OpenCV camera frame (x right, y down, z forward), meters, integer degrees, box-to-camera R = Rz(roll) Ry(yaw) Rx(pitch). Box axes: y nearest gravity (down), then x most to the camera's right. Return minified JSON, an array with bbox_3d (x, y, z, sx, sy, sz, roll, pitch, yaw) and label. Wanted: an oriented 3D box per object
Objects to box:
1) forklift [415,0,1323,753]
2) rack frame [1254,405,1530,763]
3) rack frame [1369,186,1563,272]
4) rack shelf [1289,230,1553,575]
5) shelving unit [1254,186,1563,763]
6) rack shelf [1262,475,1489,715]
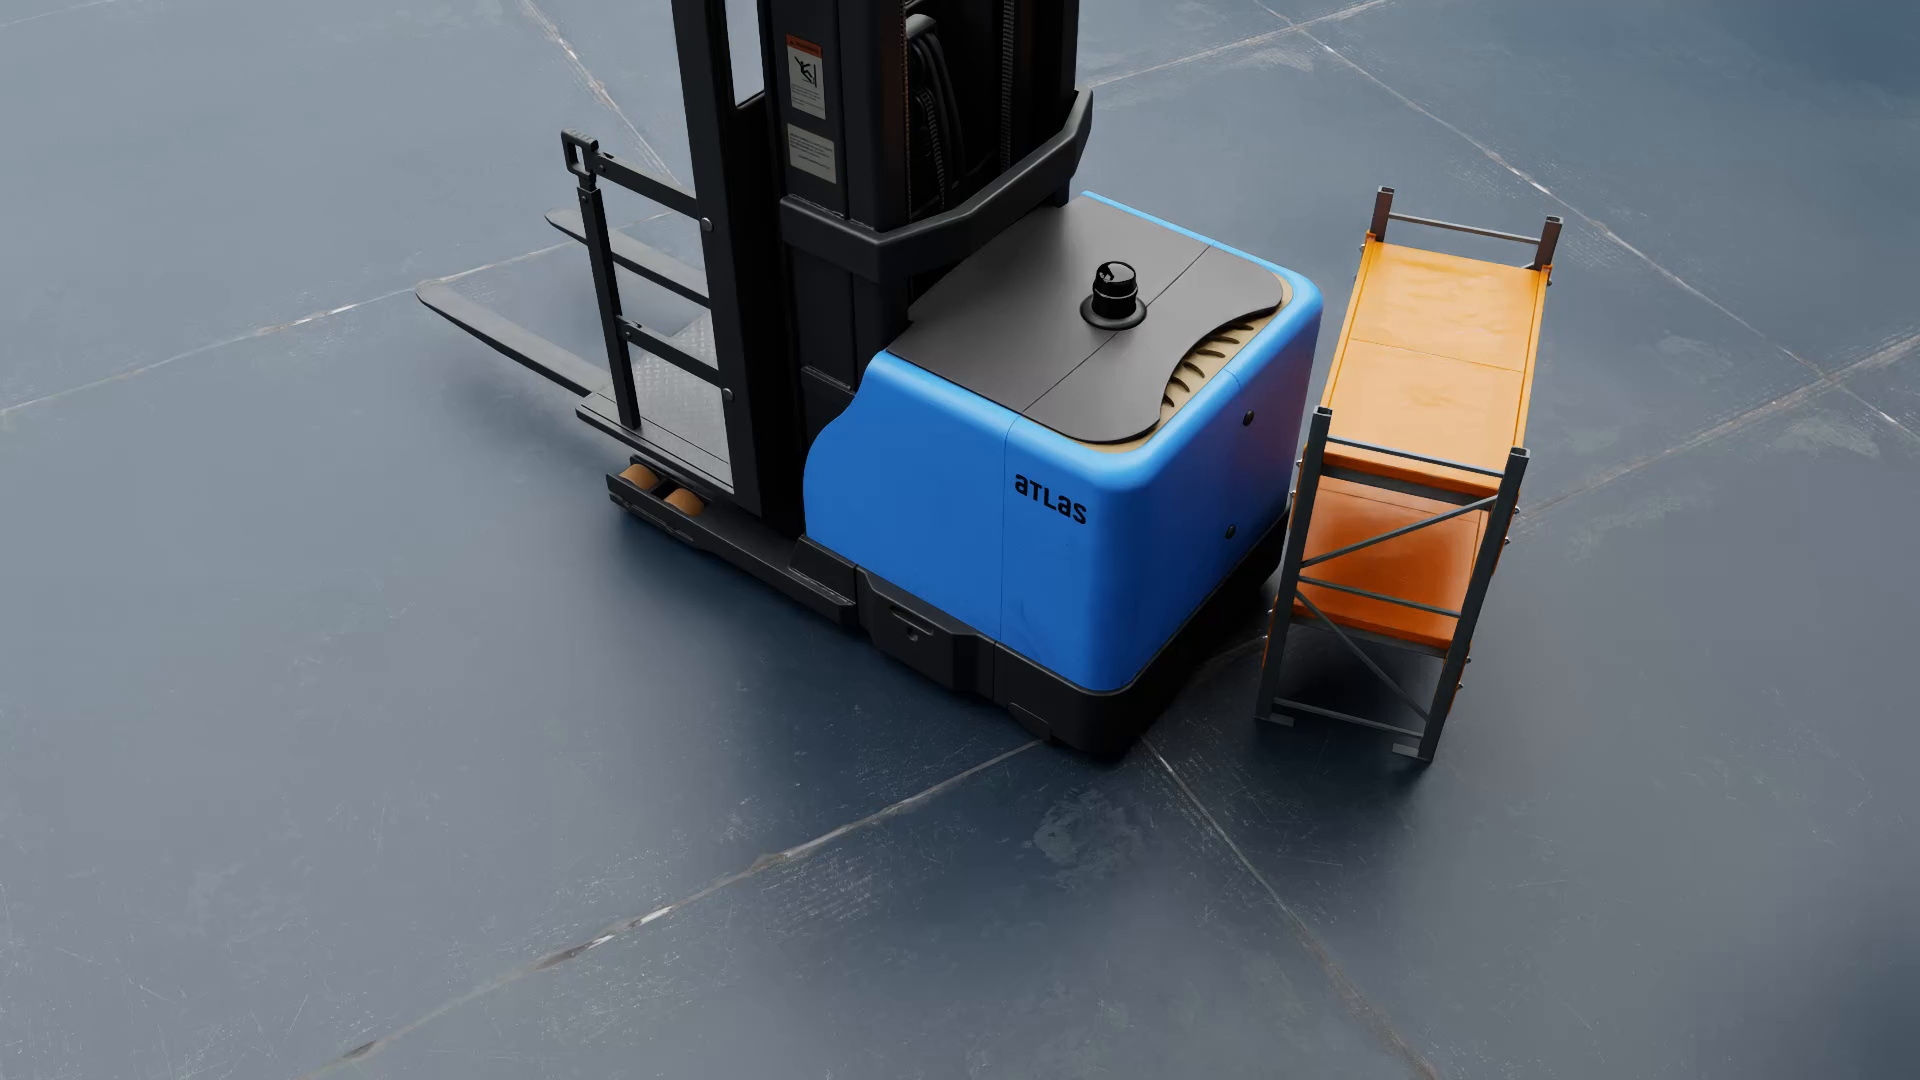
[{"bbox_3d":[-0.499,-1.313,4.498,3.031,2.935,1.130,28,50,26],"label":"forklift"},{"bbox_3d":[1.078,0.148,4.289,0.500,1.125,0.032,13,46,13],"label":"rack frame"},{"bbox_3d":[1.405,-0.522,4.980,0.500,1.125,0.032,13,46,13],"label":"rack frame"},{"bbox_3d":[1.242,-0.397,4.431,0.538,0.278,1.000,13,46,13],"label":"rack shelf"},{"bbox_3d":[1.242,-0.187,4.634,0.538,1.125,1.048,13,46,13],"label":"shelving unit"},{"bbox_3d":[1.241,-0.012,4.805,0.538,0.278,1.000,13,46,13],"label":"rack shelf"}]
